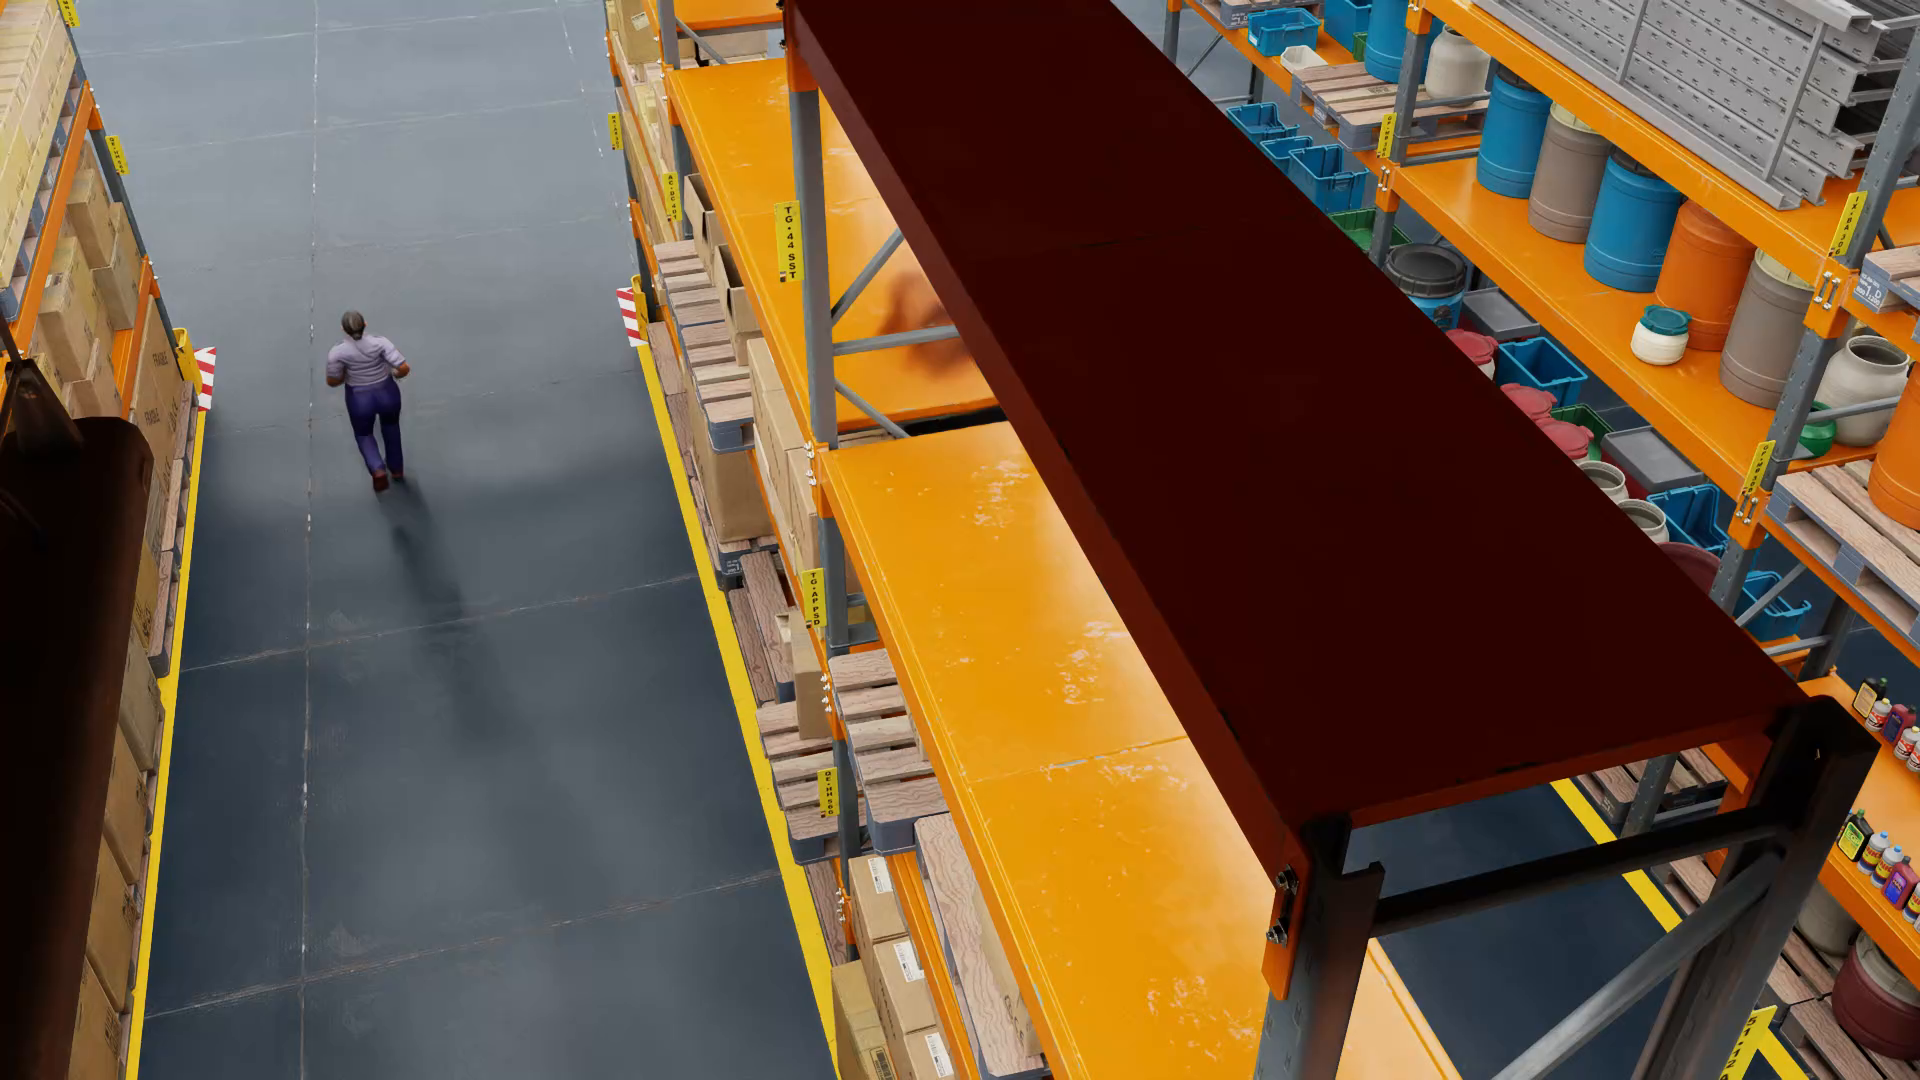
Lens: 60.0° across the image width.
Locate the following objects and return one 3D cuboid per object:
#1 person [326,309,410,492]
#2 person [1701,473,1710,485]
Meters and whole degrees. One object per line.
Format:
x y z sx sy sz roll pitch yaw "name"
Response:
-4.548 -1.083 12.921 0.613 1.580 0.668 -16 41 -19 "person"
5.496 -0.713 12.392 0.560 1.713 0.728 -13 40 -16 "person"
